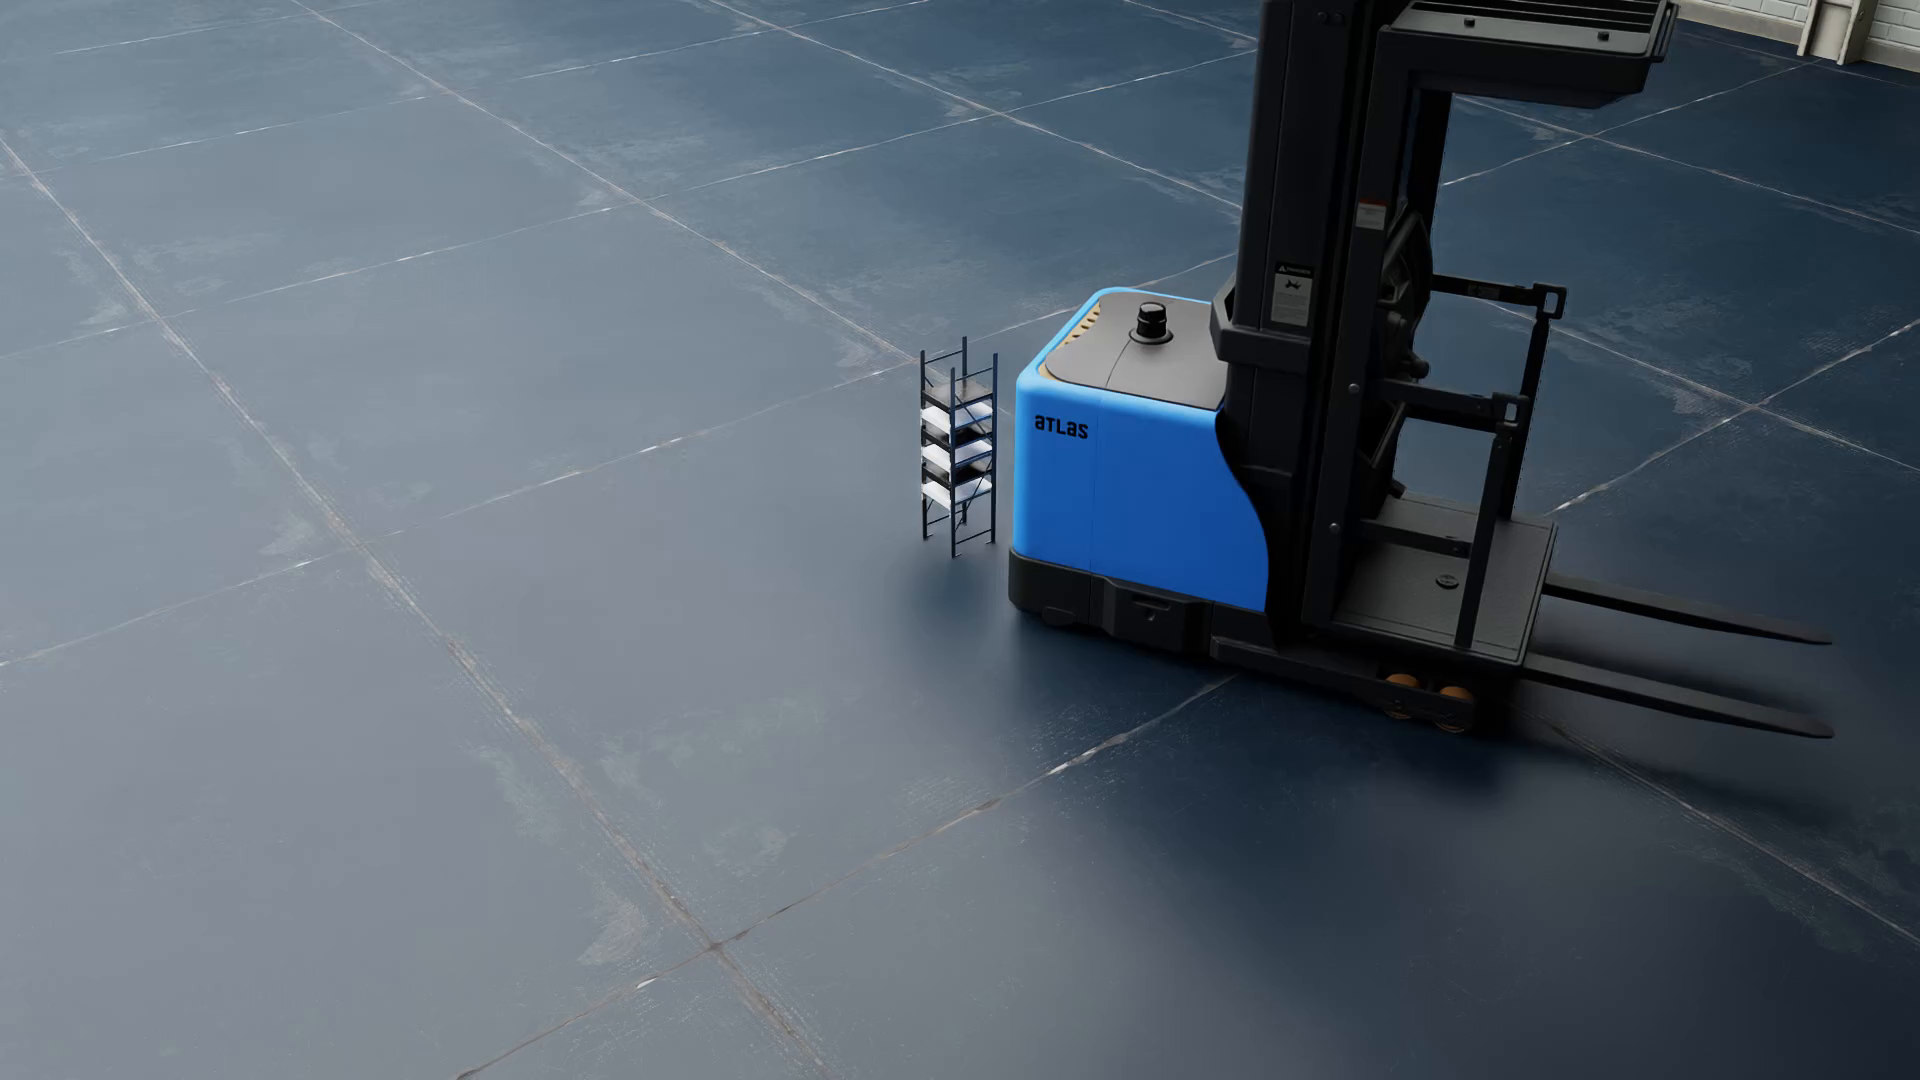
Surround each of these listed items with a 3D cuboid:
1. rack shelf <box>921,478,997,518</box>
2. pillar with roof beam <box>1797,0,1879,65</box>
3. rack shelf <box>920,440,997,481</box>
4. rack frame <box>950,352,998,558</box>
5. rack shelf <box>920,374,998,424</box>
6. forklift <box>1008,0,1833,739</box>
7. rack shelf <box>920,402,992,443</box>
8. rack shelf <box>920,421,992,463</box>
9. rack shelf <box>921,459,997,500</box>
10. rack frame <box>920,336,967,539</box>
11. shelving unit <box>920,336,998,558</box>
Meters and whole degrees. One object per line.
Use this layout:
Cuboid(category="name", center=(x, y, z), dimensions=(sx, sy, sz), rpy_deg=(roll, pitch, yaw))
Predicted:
Cuboid(category="rack shelf", center=(-0.005, -0.204, 7.131), dimensions=(0.258, 0.077, 0.200), rpy_deg=(-22, 38, -31))
Cuboid(category="pillar with roof beam", center=(3.725, -6.394, 9.015), dimensions=(9.100, 9.000, 0.400), rpy_deg=(-22, 38, -31))
Cuboid(category="rack shelf", center=(-0.005, -0.357, 7.036), dimensions=(0.258, 0.077, 0.200), rpy_deg=(-22, 38, -31))
Cuboid(category="rack frame", center=(0.057, -0.343, 6.950), dimensions=(0.240, 0.900, 0.006), rpy_deg=(-22, 38, -31))
Cuboid(category="rack shelf", center=(-0.005, -0.587, 6.893), dimensions=(0.258, 0.077, 0.200), rpy_deg=(-22, 38, -31))
Cuboid(category="forklift", center=(1.759, -0.859, 5.854), dimensions=(3.031, 2.935, 1.130), rpy_deg=(13, 34, 20))
Cuboid(category="rack shelf", center=(-0.005, -0.510, 6.941), dimensions=(0.258, 0.077, 0.200), rpy_deg=(-22, 38, -31))
Cuboid(category="rack shelf", center=(-0.005, -0.434, 6.988), dimensions=(0.258, 0.077, 0.200), rpy_deg=(-22, 38, -31))
Cuboid(category="rack shelf", center=(-0.005, -0.281, 7.083), dimensions=(0.258, 0.077, 0.200), rpy_deg=(-22, 38, -31))
Cuboid(category="rack frame", center=(-0.067, -0.428, 7.086), dimensions=(0.240, 0.900, 0.006), rpy_deg=(-22, 38, -31))
Cuboid(category="shelving unit", center=(-0.005, -0.386, 7.018), dimensions=(0.258, 0.900, 0.210), rpy_deg=(-22, 38, -31))
